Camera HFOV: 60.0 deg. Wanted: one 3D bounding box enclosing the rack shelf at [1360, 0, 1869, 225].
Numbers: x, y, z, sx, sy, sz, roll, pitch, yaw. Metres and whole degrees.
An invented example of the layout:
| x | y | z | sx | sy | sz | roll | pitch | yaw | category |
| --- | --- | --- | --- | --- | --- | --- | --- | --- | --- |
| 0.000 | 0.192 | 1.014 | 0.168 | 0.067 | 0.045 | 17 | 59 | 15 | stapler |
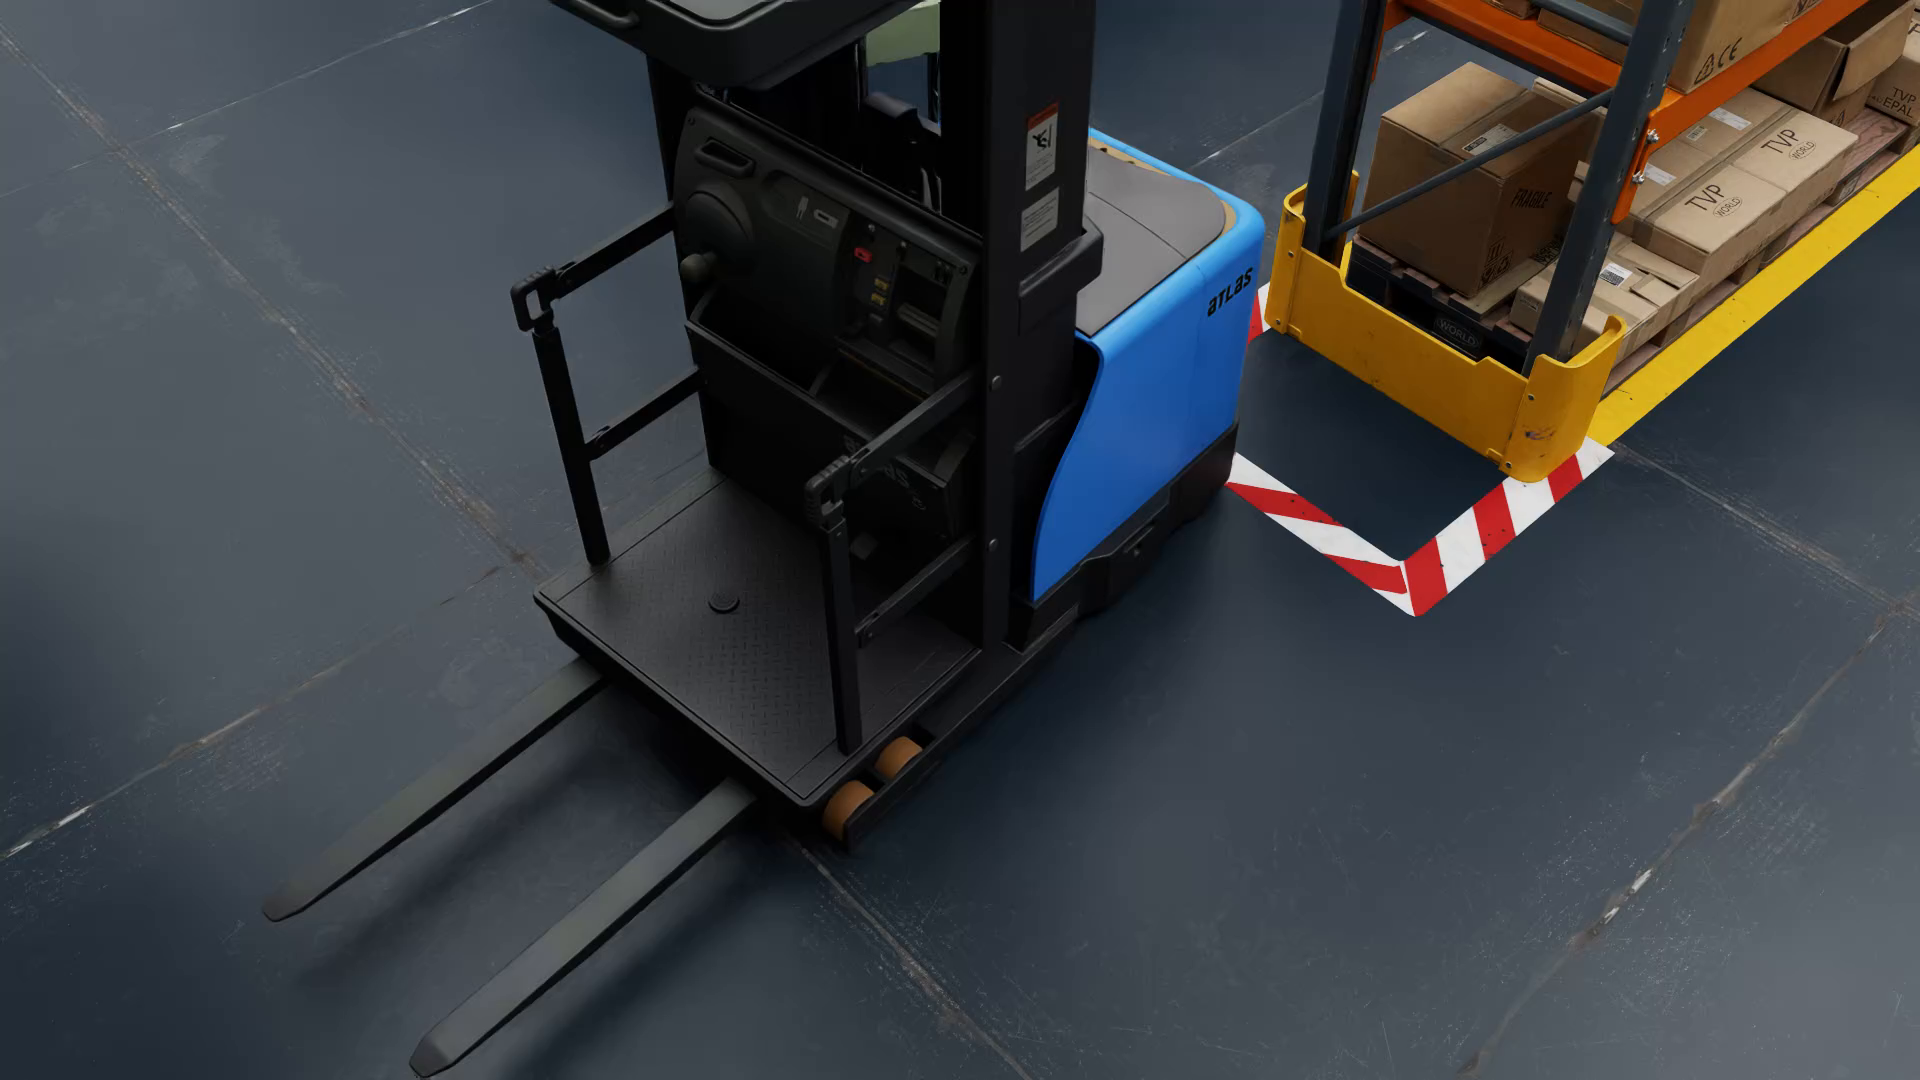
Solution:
| x | y | z | sx | sy | sz | roll | pitch | yaw | category |
| --- | --- | --- | --- | --- | --- | --- | --- | --- | --- |
| 3.011 | -2.293 | 5.814 | 4.000 | 0.370 | 1.077 | -34 | 56 | -27 | rack shelf |

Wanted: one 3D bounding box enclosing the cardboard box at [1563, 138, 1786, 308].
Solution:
| x | y | z | sx | sy | sz | roll | pitch | yaw | category |
| --- | --- | --- | --- | --- | --- | --- | --- | --- | --- |
| 2.495 | -1.126 | 5.820 | 0.500 | 0.250 | 0.500 | -34 | 56 | -27 | cardboard box |

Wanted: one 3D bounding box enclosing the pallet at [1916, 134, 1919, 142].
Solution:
| x | y | z | sx | sy | sz | roll | pitch | yaw | category |
| --- | --- | --- | --- | --- | --- | --- | --- | --- | --- |
| 3.982 | -2.241 | 7.174 | 1.213 | 0.211 | 1.003 | -34 | 56 | -27 | pallet |

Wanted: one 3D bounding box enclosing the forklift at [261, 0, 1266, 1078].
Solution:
| x | y | z | sx | sy | sz | roll | pitch | yaw | category |
| --- | --- | --- | --- | --- | --- | --- | --- | --- | --- |
| -0.478 | -0.605 | 3.814 | 1.130 | 2.935 | 3.031 | 33 | 55 | 27 | forklift |

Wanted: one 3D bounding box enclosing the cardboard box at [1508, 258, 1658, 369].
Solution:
| x | y | z | sx | sy | sz | roll | pitch | yaw | category |
| --- | --- | --- | --- | --- | --- | --- | --- | --- | --- |
| 2.073 | -0.750 | 5.542 | 0.250 | 0.149 | 0.380 | -34 | 56 | -27 | cardboard box |

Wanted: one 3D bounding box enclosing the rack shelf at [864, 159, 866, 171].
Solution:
| x | y | z | sx | sy | sz | roll | pitch | yaw | category |
| --- | --- | --- | --- | --- | --- | --- | --- | --- | --- |
| -0.359 | -1.076 | 5.666 | 0.720 | 0.370 | 0.431 | -17 | 50 | -15 | rack shelf |

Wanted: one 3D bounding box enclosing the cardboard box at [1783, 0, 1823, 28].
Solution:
| x | y | z | sx | sy | sz | roll | pitch | yaw | category |
| --- | --- | --- | --- | --- | --- | --- | --- | --- | --- |
| 2.415 | -1.916 | 4.909 | 0.500 | 0.500 | 0.500 | -34 | 56 | -27 | cardboard box |

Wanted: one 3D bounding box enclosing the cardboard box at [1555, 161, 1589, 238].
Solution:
| x | y | z | sx | sy | sz | roll | pitch | yaw | category |
| --- | --- | --- | --- | --- | --- | --- | --- | --- | --- |
| 2.128 | -1.290 | 6.028 | 0.250 | 0.166 | 0.380 | -34 | 56 | -27 | cardboard box |

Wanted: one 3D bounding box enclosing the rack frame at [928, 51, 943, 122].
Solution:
| x | y | z | sx | sy | sz | roll | pitch | yaw | category |
| --- | --- | --- | --- | --- | --- | --- | --- | --- | --- |
| -0.020 | -1.400 | 5.521 | 0.023 | 1.500 | 0.400 | -17 | 50 | -15 | rack frame |

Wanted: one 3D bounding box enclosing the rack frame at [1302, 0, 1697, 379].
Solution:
| x | y | z | sx | sy | sz | roll | pitch | yaw | category |
| --- | --- | --- | --- | --- | --- | --- | --- | --- | --- |
| 1.532 | -1.548 | 4.637 | 0.127 | 3.000 | 1.000 | -34 | 56 | -27 | rack frame |

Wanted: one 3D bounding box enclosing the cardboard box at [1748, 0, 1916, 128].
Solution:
| x | y | z | sx | sy | sz | roll | pitch | yaw | category |
| --- | --- | --- | --- | --- | --- | --- | --- | --- | --- |
| 3.105 | -1.896 | 6.358 | 0.637 | 0.503 | 0.797 | -34 | 56 | -27 | cardboard box |

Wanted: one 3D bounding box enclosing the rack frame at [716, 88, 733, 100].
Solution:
| x | y | z | sx | sy | sz | roll | pitch | yaw | category |
| --- | --- | --- | --- | --- | --- | --- | --- | --- | --- |
| -0.697 | -1.195 | 5.332 | 0.023 | 1.500 | 0.400 | -17 | 50 | -15 | rack frame |

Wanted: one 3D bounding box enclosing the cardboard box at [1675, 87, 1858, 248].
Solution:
| x | y | z | sx | sy | sz | roll | pitch | yaw | category |
| --- | --- | --- | --- | --- | --- | --- | --- | --- | --- |
| 2.865 | -1.374 | 6.048 | 0.500 | 0.250 | 0.500 | -34 | 56 | -27 | cardboard box |

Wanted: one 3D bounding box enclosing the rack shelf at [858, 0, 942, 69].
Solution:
| x | y | z | sx | sy | sz | roll | pitch | yaw | category |
| --- | --- | --- | --- | --- | --- | --- | --- | --- | --- |
| -0.359 | -1.562 | 5.140 | 0.720 | 0.370 | 0.431 | -17 | 50 | -15 | rack shelf |

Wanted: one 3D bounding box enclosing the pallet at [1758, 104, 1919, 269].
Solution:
| x | y | z | sx | sy | sz | roll | pitch | yaw | category |
| --- | --- | --- | --- | --- | --- | --- | --- | --- | --- |
| 3.079 | -1.634 | 6.615 | 1.213 | 0.211 | 1.003 | -34 | 56 | -27 | pallet |

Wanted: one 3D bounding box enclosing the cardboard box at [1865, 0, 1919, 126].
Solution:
| x | y | z | sx | sy | sz | roll | pitch | yaw | category |
| --- | --- | --- | --- | --- | --- | --- | --- | --- | --- |
| 3.706 | -1.956 | 6.544 | 0.500 | 0.311 | 0.500 | -34 | 56 | -27 | cardboard box |

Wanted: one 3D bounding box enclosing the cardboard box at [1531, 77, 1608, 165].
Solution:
| x | y | z | sx | sy | sz | roll | pitch | yaw | category |
| --- | --- | --- | --- | --- | --- | --- | --- | --- | --- |
| 2.491 | -1.621 | 6.276 | 0.500 | 0.250 | 0.500 | -34 | 56 | -27 | cardboard box |

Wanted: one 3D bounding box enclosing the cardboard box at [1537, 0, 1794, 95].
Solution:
| x | y | z | sx | sy | sz | roll | pitch | yaw | category |
| --- | --- | --- | --- | --- | --- | --- | --- | --- | --- |
| 2.037 | -1.658 | 4.671 | 0.500 | 0.500 | 0.500 | -33 | 55 | -26 | cardboard box |

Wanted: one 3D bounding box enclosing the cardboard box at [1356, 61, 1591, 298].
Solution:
| x | y | z | sx | sy | sz | roll | pitch | yaw | category |
| --- | --- | --- | --- | --- | --- | --- | --- | --- | --- |
| 1.768 | -1.252 | 5.766 | 0.500 | 0.500 | 0.500 | -34 | 56 | -27 | cardboard box |

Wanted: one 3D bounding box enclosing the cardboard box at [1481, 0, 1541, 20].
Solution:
| x | y | z | sx | sy | sz | roll | pitch | yaw | category |
| --- | --- | --- | --- | --- | --- | --- | --- | --- | --- |
| 1.680 | -1.951 | 4.941 | 0.500 | 0.500 | 0.500 | -32 | 55 | -26 | cardboard box |

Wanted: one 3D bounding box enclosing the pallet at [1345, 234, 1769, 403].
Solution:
| x | y | z | sx | sy | sz | roll | pitch | yaw | category |
| --- | --- | --- | --- | --- | --- | --- | --- | --- | --- |
| 2.177 | -1.034 | 6.061 | 1.213 | 0.211 | 1.003 | -34 | 56 | -27 | pallet |

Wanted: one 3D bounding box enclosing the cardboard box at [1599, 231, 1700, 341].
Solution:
| x | y | z | sx | sy | sz | roll | pitch | yaw | category |
| --- | --- | --- | --- | --- | --- | --- | --- | --- | --- |
| 2.258 | -0.880 | 5.649 | 0.250 | 0.166 | 0.380 | -34 | 56 | -27 | cardboard box |

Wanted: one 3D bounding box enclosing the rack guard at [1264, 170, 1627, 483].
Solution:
| x | y | z | sx | sy | sz | roll | pitch | yaw | category |
| --- | --- | --- | --- | --- | --- | --- | --- | --- | --- |
| 1.588 | -0.738 | 5.590 | 0.348 | 0.500 | 1.175 | -34 | 56 | -27 | rack guard |

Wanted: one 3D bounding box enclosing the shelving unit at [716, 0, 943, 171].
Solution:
| x | y | z | sx | sy | sz | roll | pitch | yaw | category |
| --- | --- | --- | --- | --- | --- | --- | --- | --- | --- |
| -0.359 | -1.297 | 5.427 | 0.755 | 1.500 | 0.431 | -17 | 50 | -15 | shelving unit |
